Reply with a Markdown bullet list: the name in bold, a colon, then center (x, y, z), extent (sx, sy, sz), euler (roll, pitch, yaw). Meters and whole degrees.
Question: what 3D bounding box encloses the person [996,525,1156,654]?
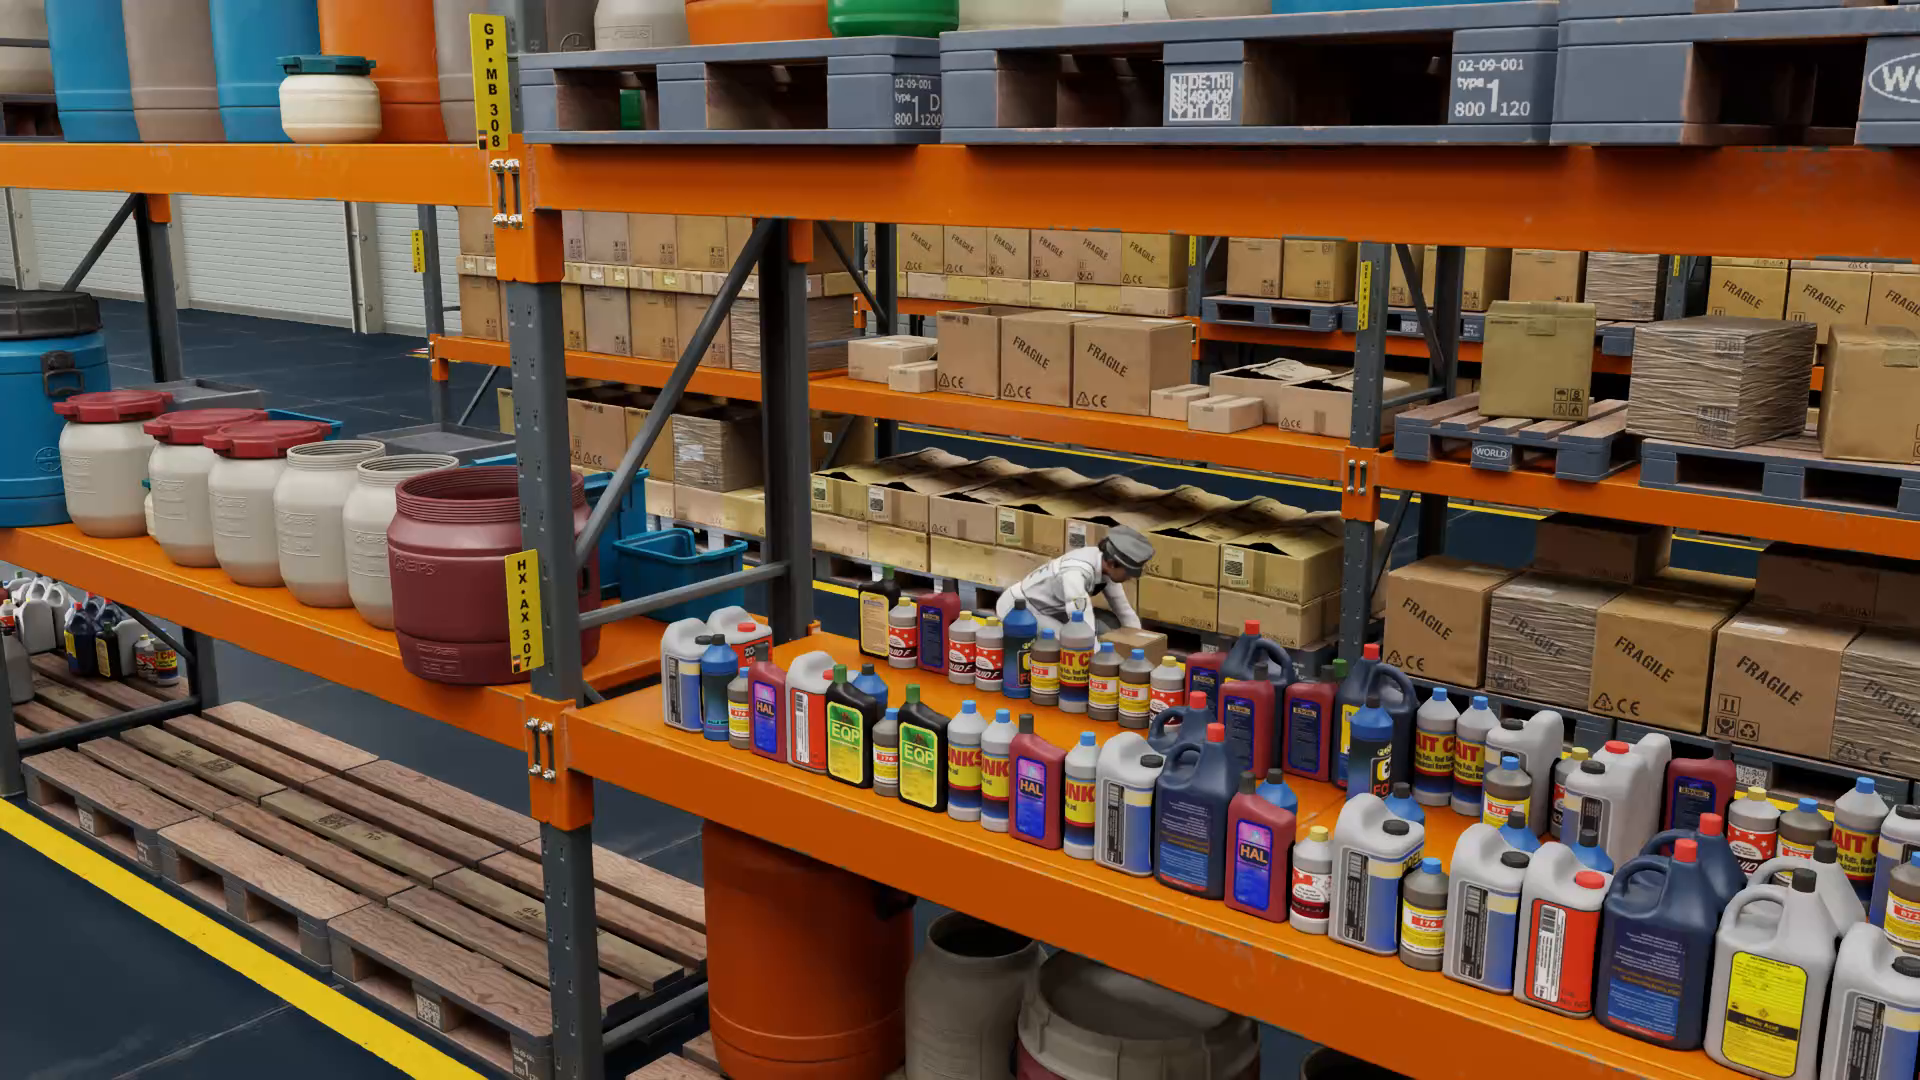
- **person**: center (0.585, 0.385, 8.379), extent (0.817, 0.975, 0.491), euler (10, 17, 37)
